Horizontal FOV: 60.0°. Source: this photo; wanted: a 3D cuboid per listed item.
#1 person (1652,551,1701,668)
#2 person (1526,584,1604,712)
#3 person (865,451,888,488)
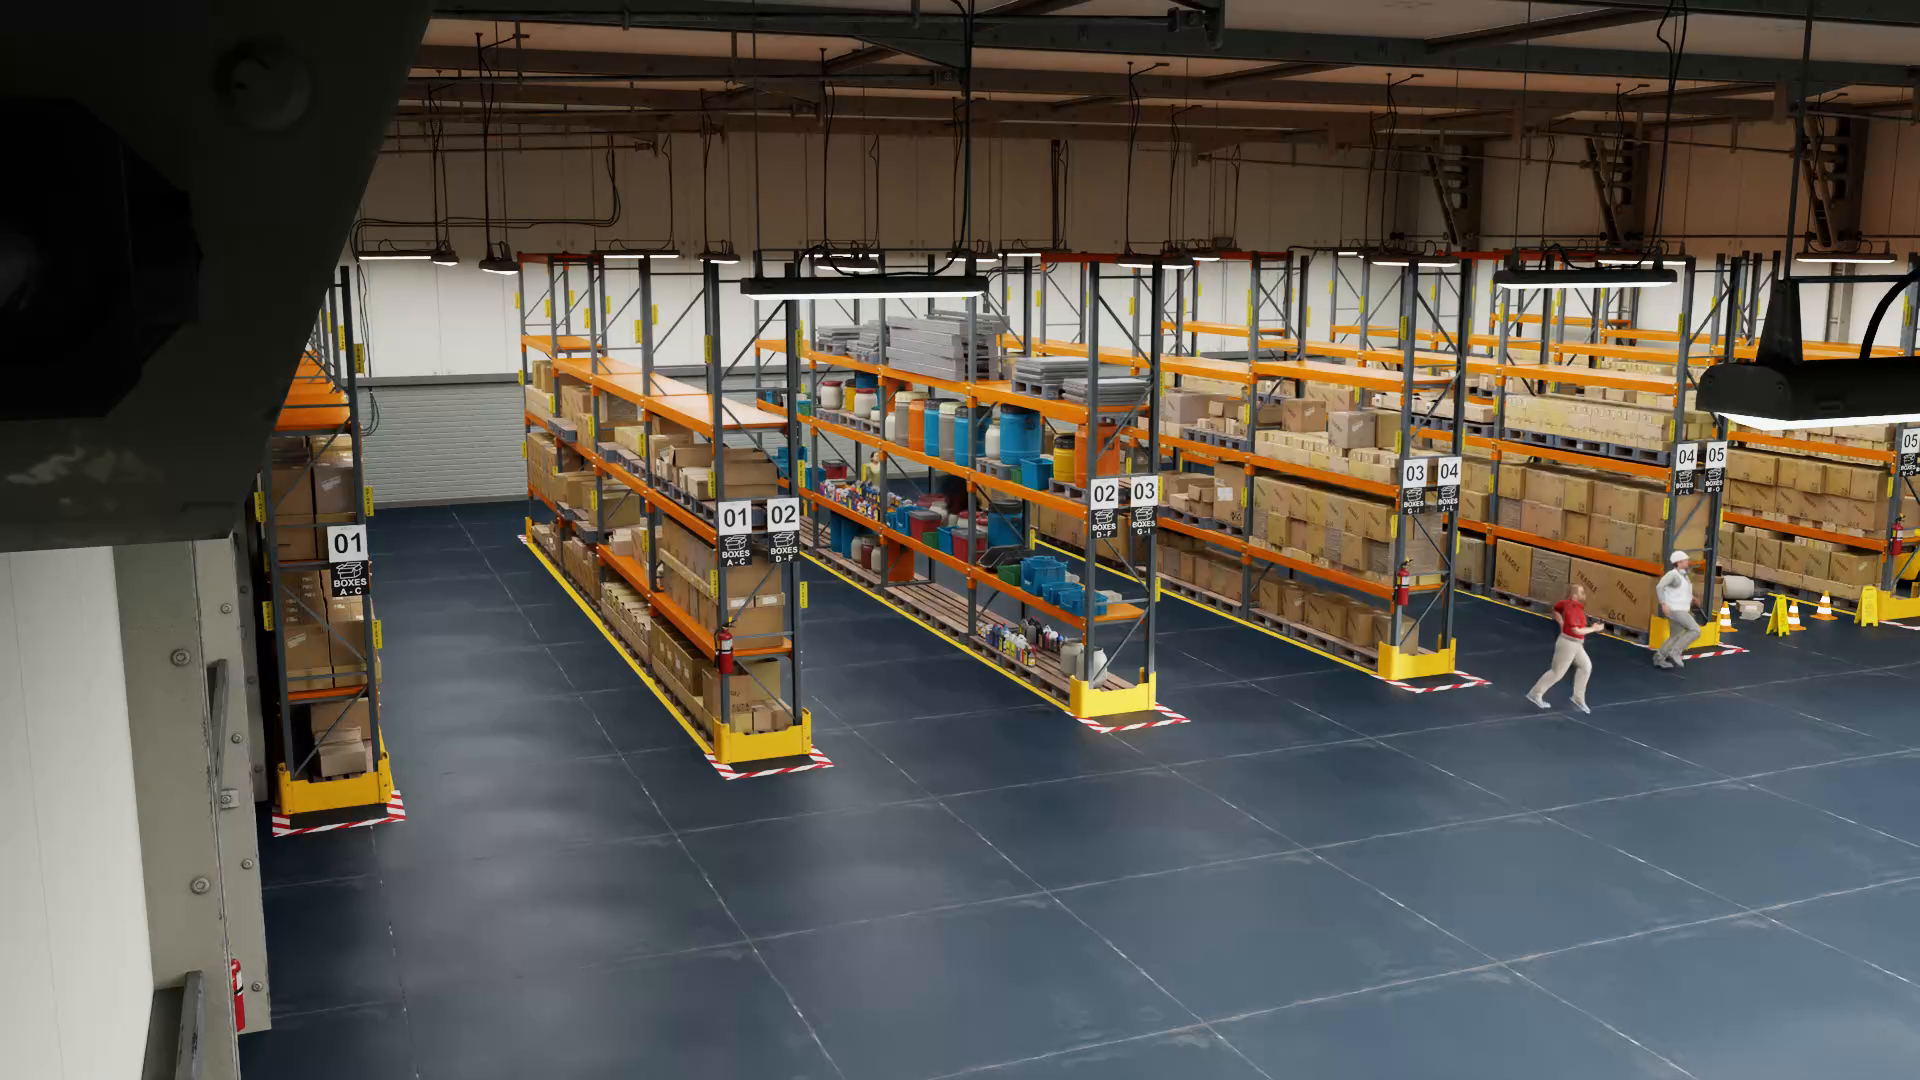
[{"bbox_3d":[10.667,1.028,24.602,0.640,1.700,0.651,7,12,32],"label":"person"},{"bbox_3d":[8.140,1.461,22.339,0.923,1.788,0.672,4,11,20],"label":"person"},{"bbox_3d":[-1.833,-1.109,36.341,0.581,1.692,0.824,-6,12,-32],"label":"person"}]
